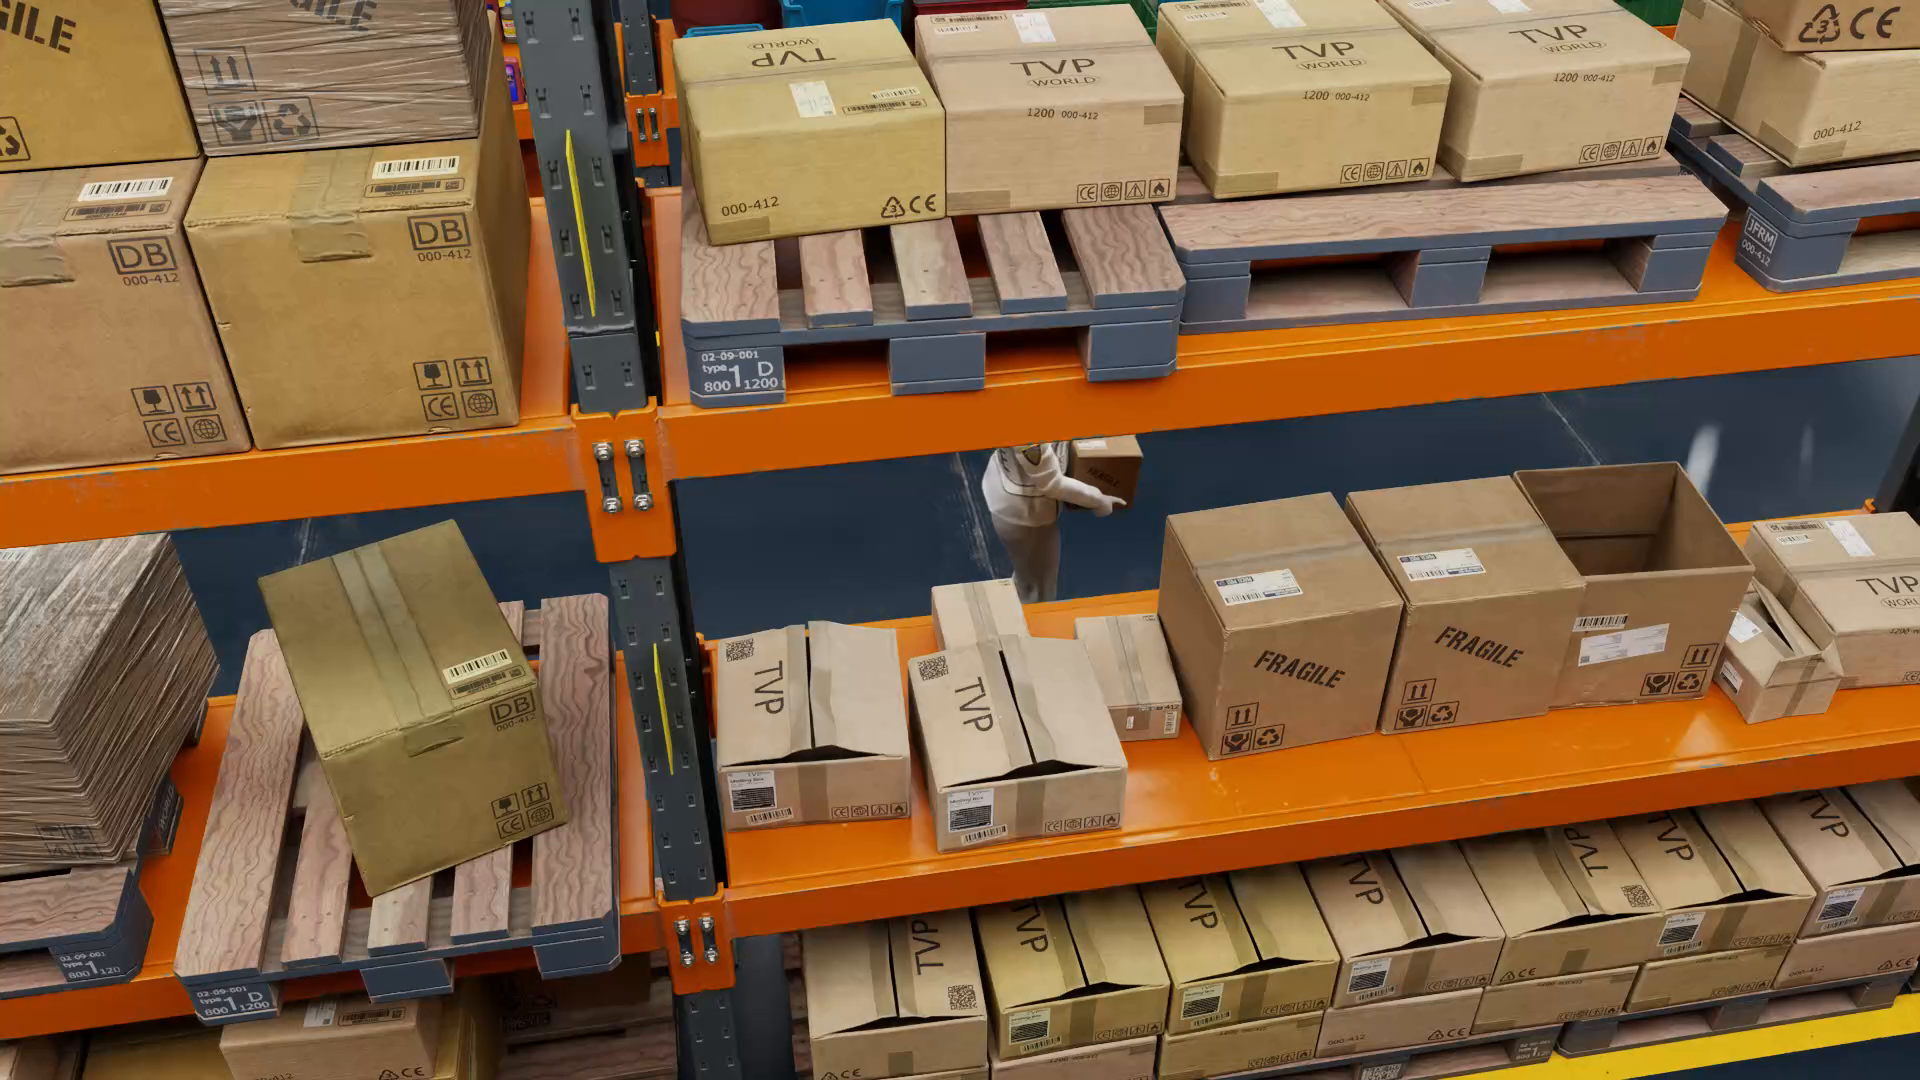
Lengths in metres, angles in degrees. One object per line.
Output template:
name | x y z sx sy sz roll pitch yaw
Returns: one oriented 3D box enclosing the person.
person | 0.317 -0.140 6.306 0.563 1.686 0.461 -6 39 -8
